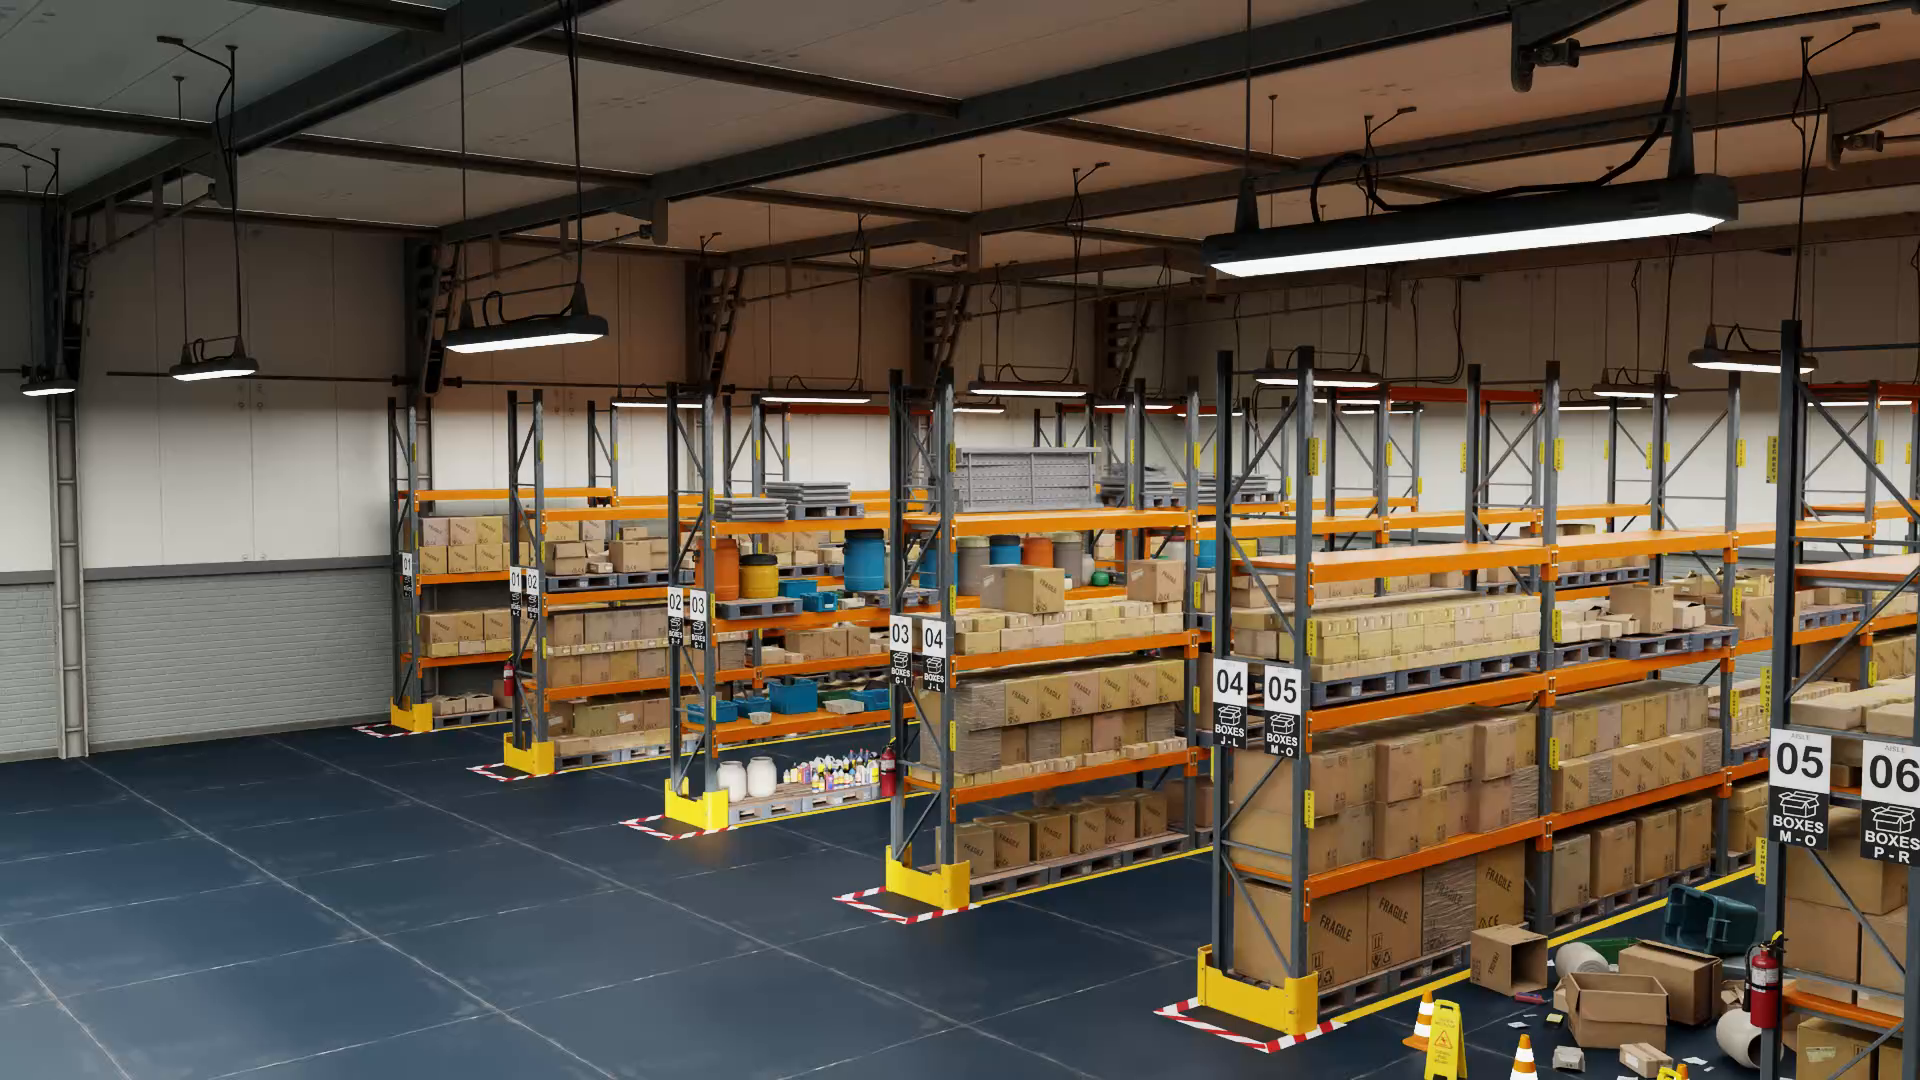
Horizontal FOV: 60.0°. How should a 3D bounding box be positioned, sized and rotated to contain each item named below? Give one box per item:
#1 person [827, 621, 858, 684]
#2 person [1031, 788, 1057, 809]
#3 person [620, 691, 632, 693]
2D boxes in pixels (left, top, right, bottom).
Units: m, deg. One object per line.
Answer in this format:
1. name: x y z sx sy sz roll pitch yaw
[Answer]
1. person: -2.367 2.108 32.830 0.614 1.722 0.873 3 5 43
2. person: 1.098 2.999 22.715 0.783 1.821 0.683 -3 4 -42
3. person: -5.919 2.545 29.585 0.650 1.774 0.674 3 5 44
